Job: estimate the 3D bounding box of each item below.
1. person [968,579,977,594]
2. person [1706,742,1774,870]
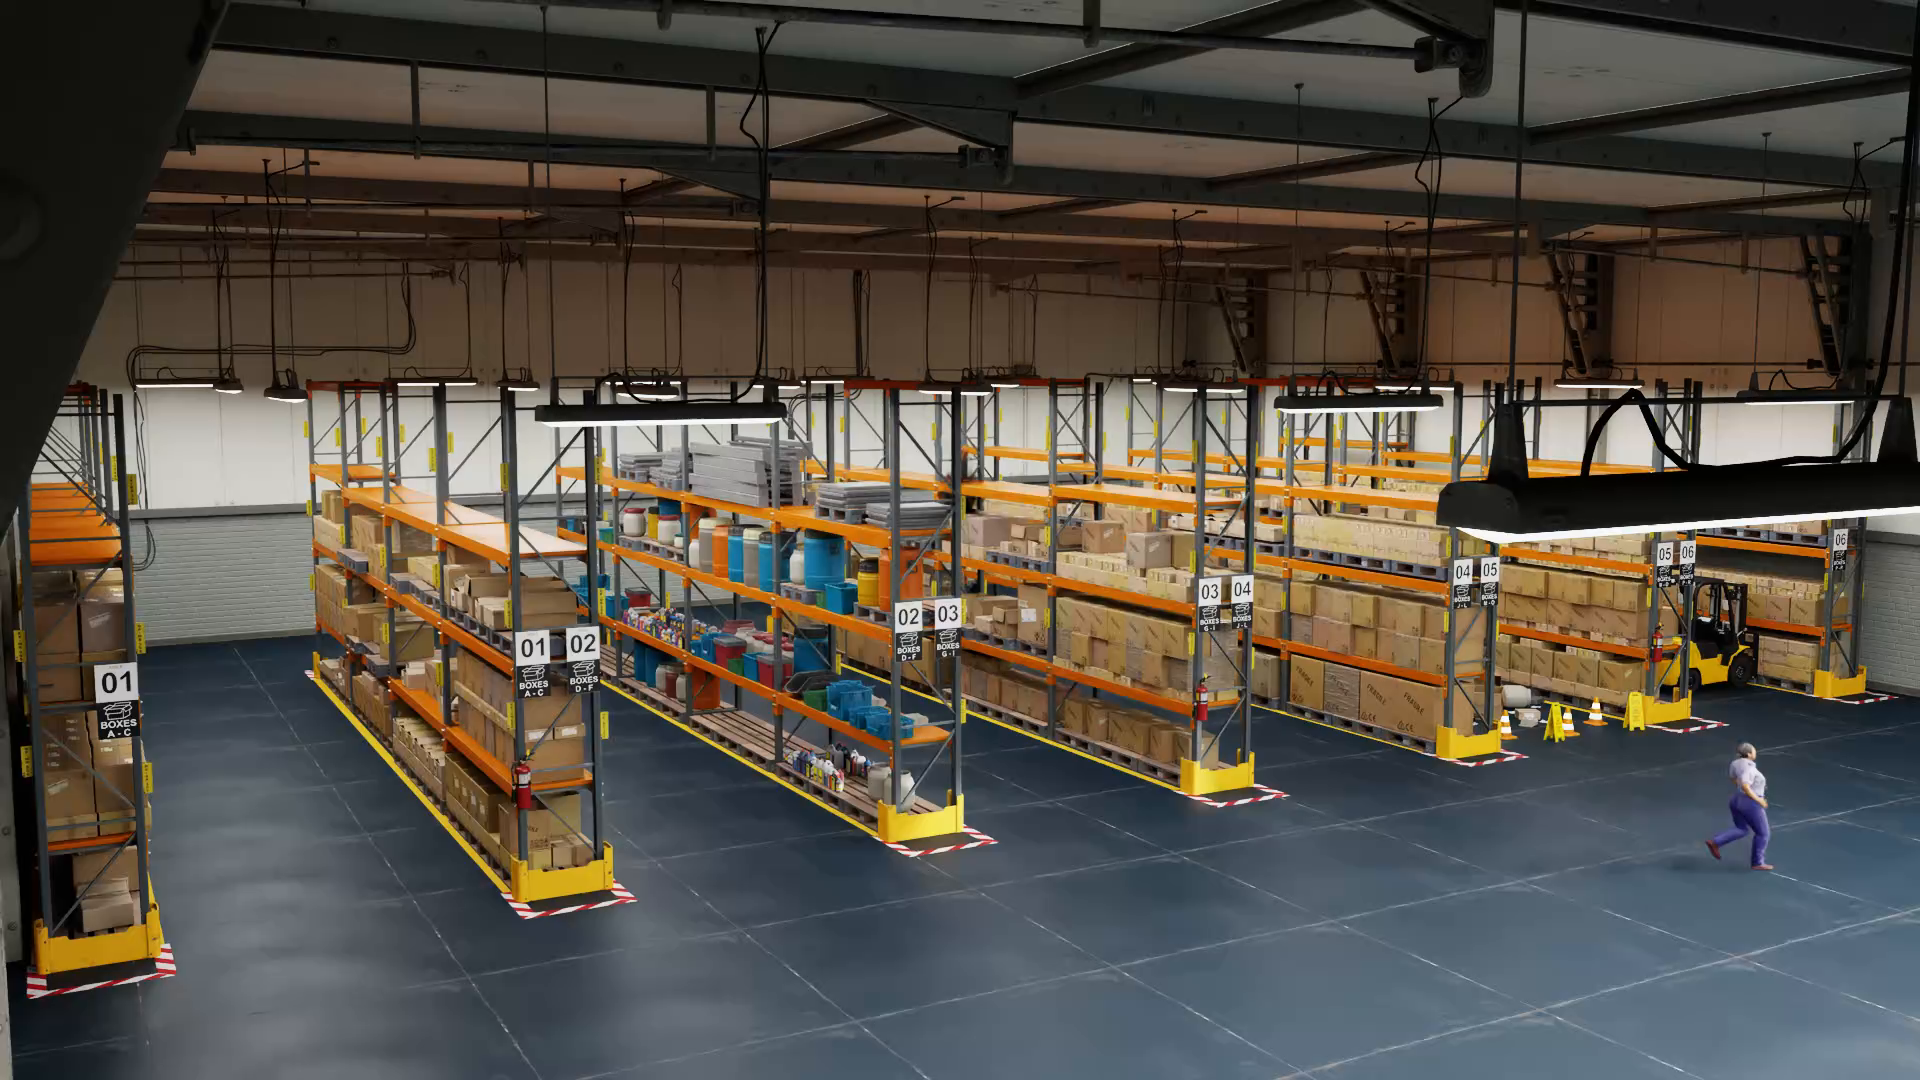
[{"bbox_3d":[0.509,1.083,42.294,0.677,1.560,0.649,-1,6,-6],"label":"person"},{"bbox_3d":[9.810,3.322,20.788,0.784,1.611,0.620,0,6,-2],"label":"person"}]
